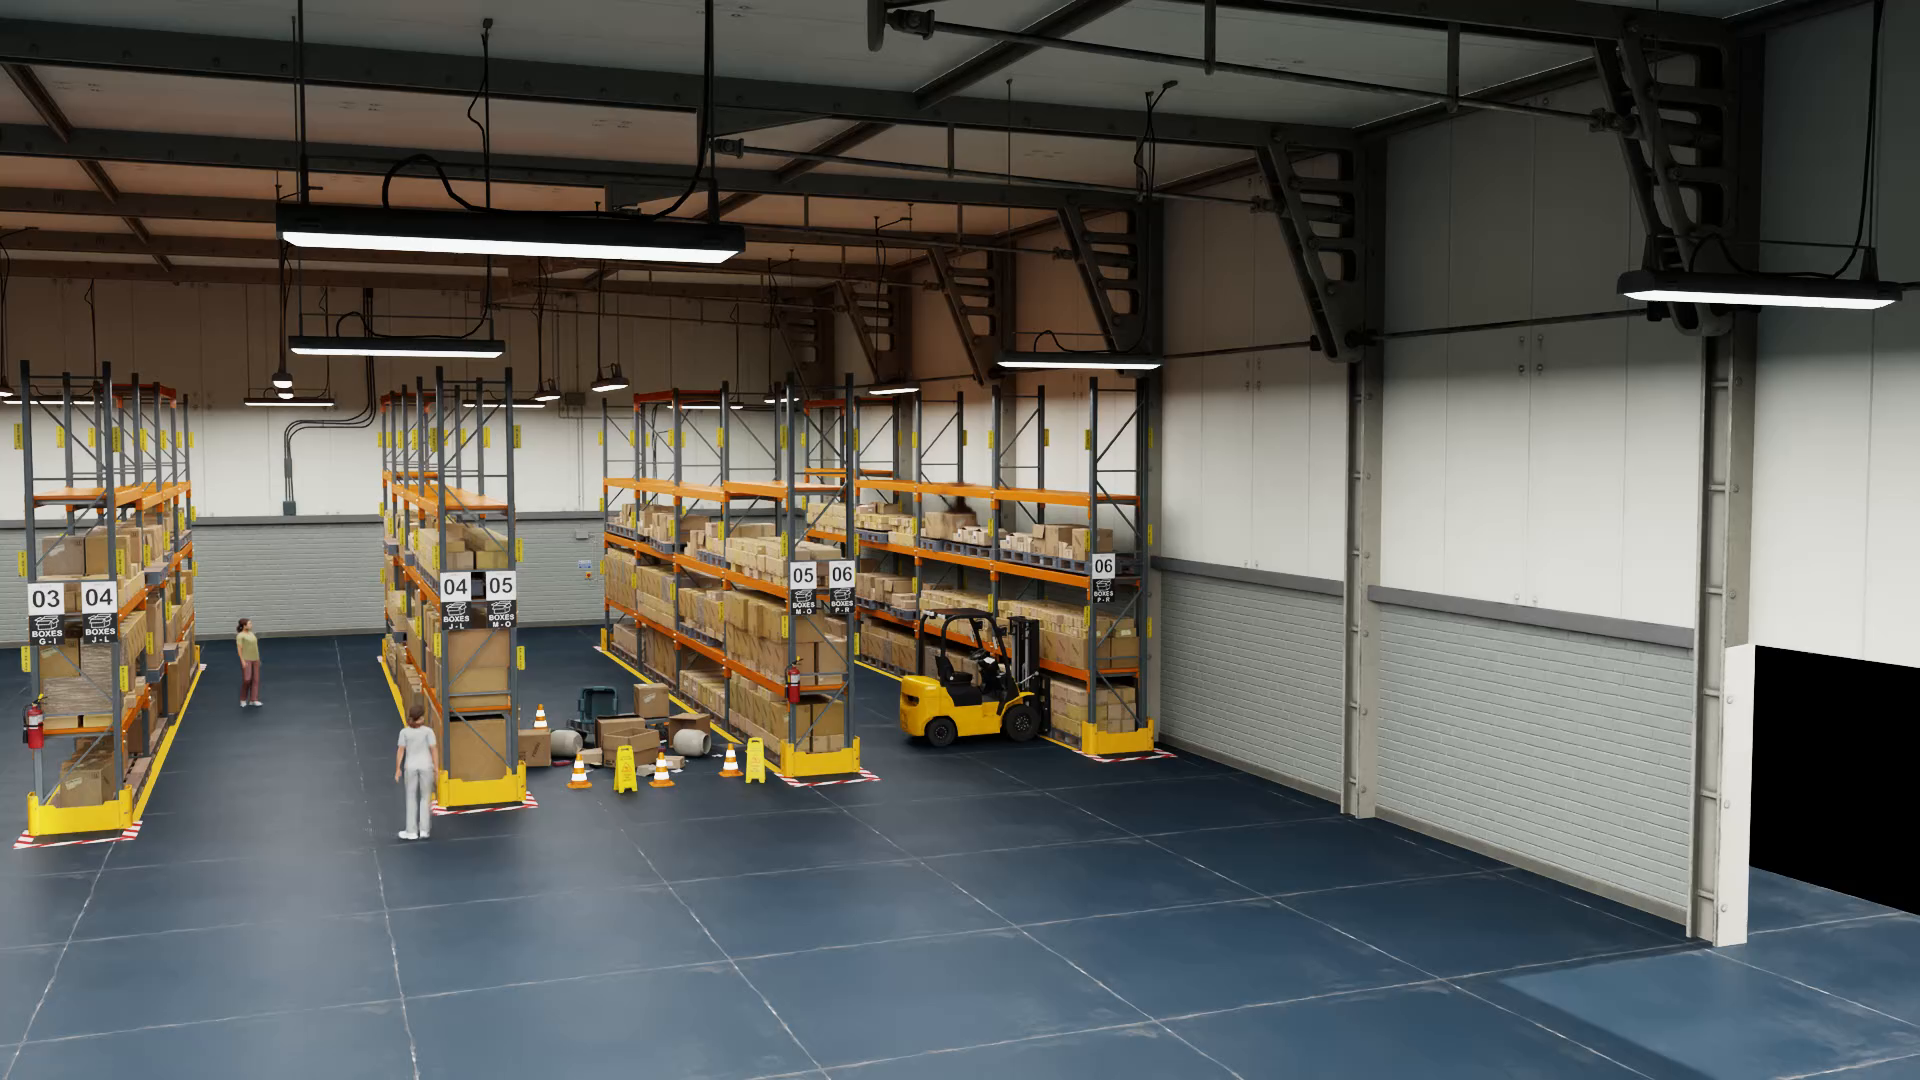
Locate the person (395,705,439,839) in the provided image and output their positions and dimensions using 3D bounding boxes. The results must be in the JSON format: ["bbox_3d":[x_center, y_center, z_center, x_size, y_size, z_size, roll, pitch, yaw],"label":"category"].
[{"bbox_3d":[-6.815,2.918,20.865,0.532,1.708,0.373,-1,3,-10],"label":"person"}]

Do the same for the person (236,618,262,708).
[{"bbox_3d":[-13.347,2.291,31.272,0.475,1.674,0.487,2,4,34],"label":"person"}]
